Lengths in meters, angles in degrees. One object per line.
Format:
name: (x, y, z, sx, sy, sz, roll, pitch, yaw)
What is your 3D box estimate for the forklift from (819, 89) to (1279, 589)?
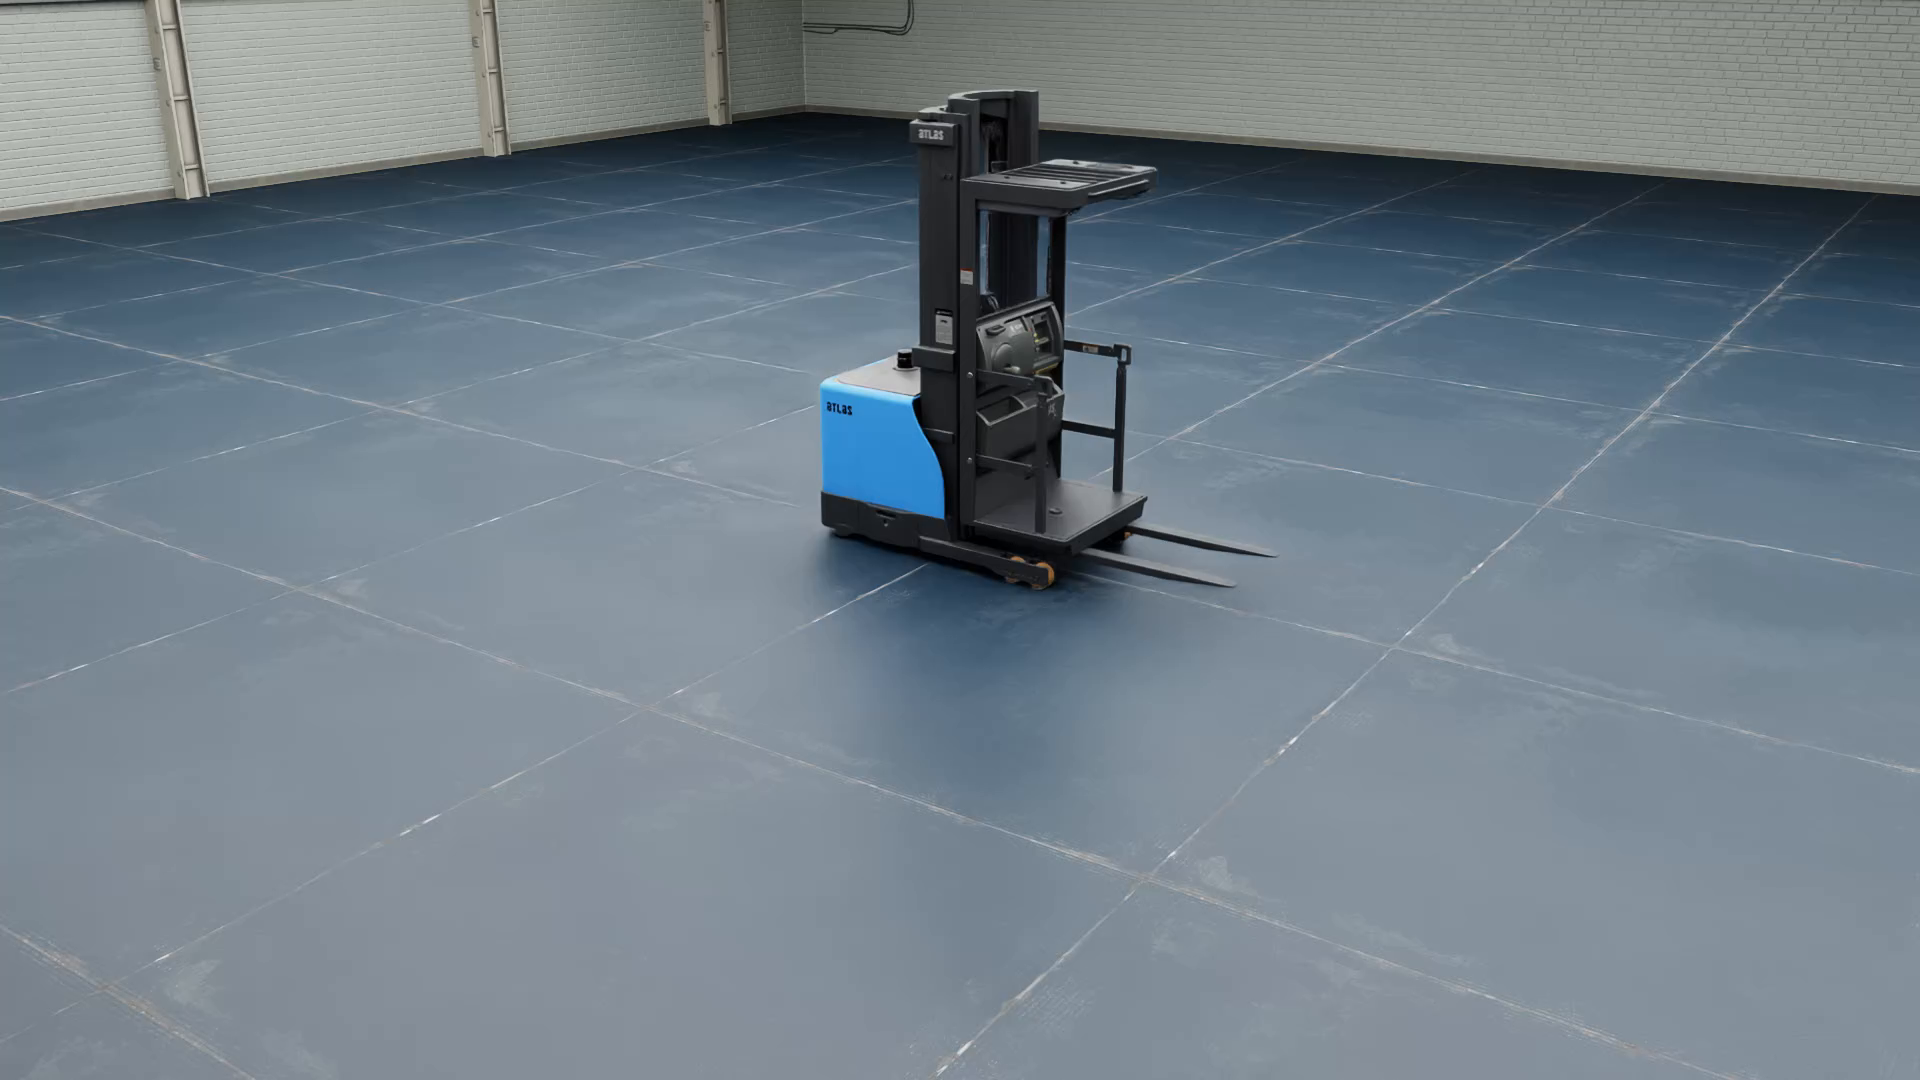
forklift: (0.556, -1.276, 10.489, 3.031, 2.935, 1.130, 13, 24, 32)

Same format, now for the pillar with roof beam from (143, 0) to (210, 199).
pillar with roof beam: (-8.198, -8.639, 21.649, 9.100, 9.000, 0.400, 13, 24, 32)

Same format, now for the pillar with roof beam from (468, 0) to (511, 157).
pillar with roof beam: (-4.826, -10.360, 26.303, 9.100, 9.000, 0.400, 13, 24, 32)

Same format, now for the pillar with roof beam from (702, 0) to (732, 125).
pillar with roof beam: (-1.453, -12.082, 30.957, 9.100, 9.000, 0.400, 13, 24, 32)

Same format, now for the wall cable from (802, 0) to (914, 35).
wall cable: (-2.263, -12.053, 35.353, 3.097, 2.526, 0.112, 13, 24, 32)
